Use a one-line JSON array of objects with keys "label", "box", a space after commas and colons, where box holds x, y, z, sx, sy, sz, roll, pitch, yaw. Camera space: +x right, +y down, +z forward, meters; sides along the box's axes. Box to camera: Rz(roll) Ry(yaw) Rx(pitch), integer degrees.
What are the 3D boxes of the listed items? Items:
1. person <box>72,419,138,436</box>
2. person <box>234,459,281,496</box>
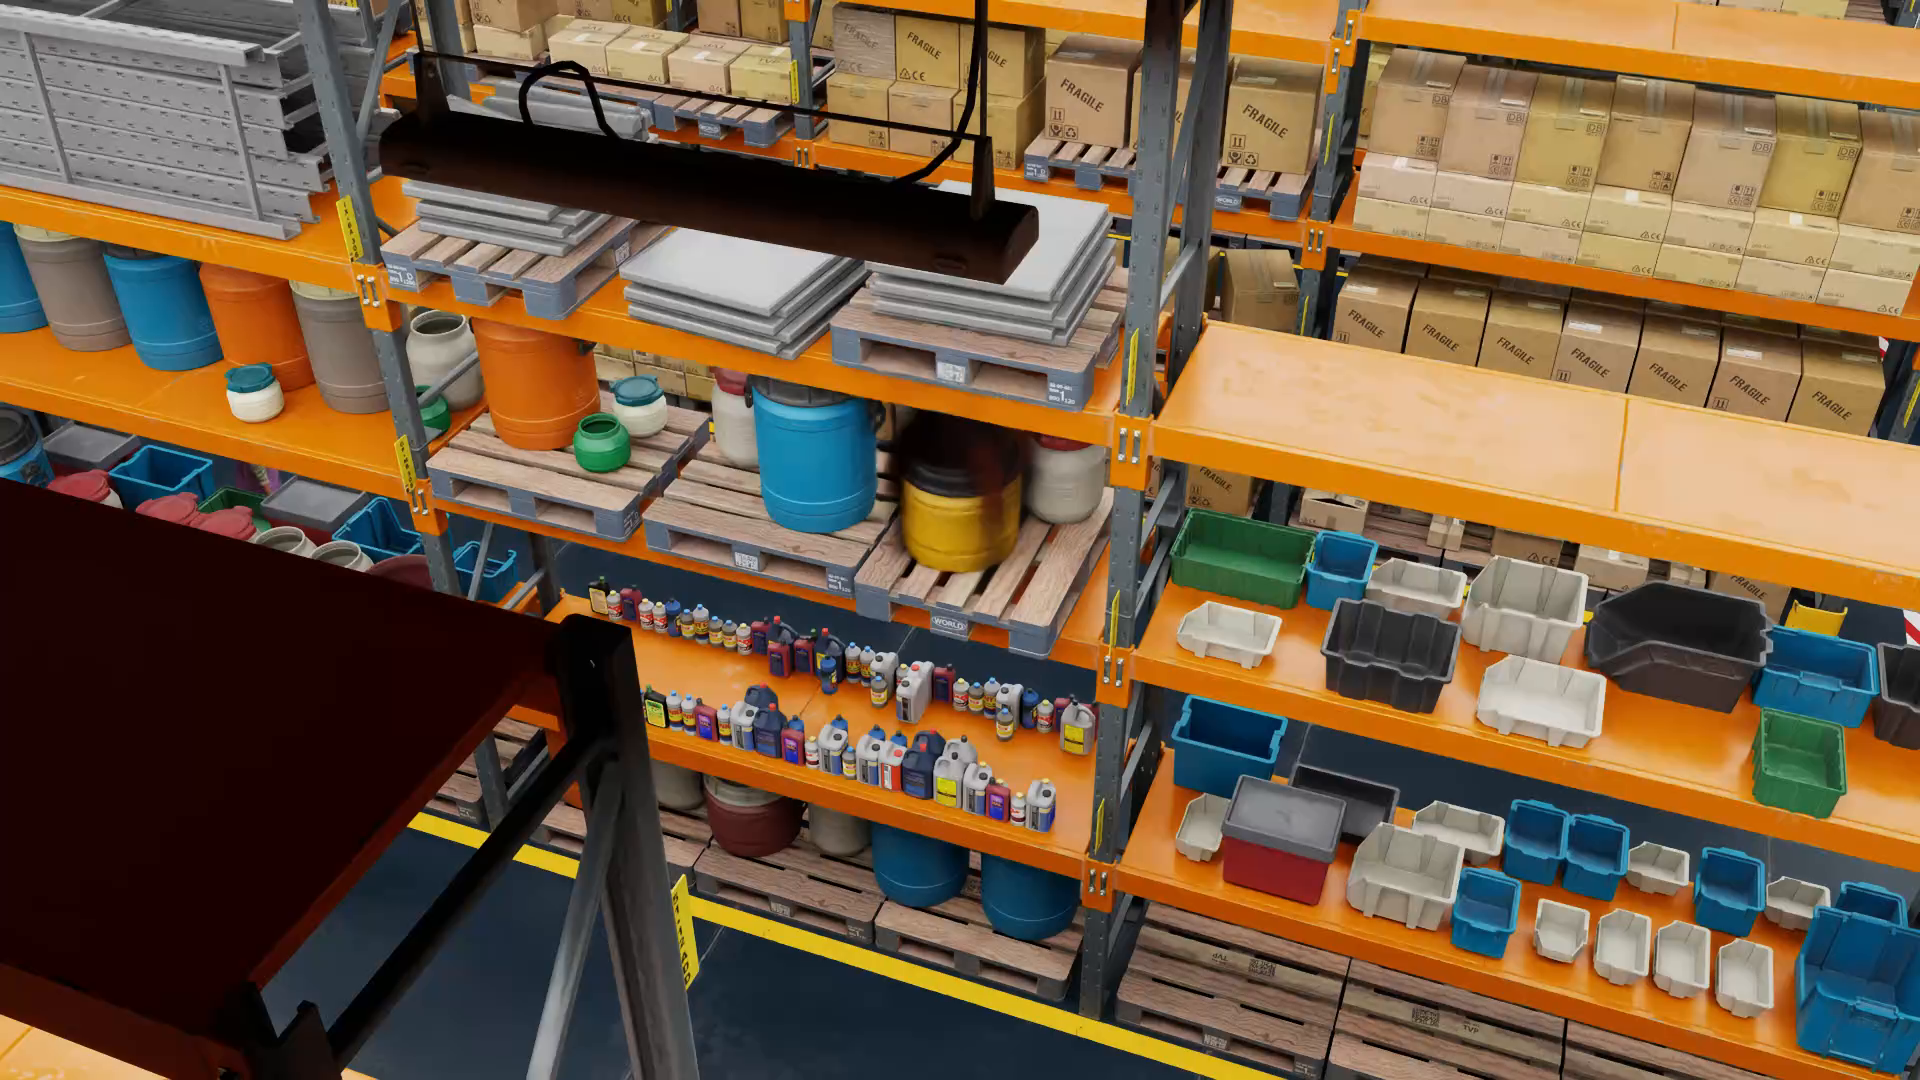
[{"label": "person", "box": [-7.090, -1.235, 13.598, 0.548, 1.714, 0.609, -27, 44, -31]}, {"label": "person", "box": [-5.306, -0.377, 12.565, 0.455, 1.616, 0.347, 25, 43, 30]}]
